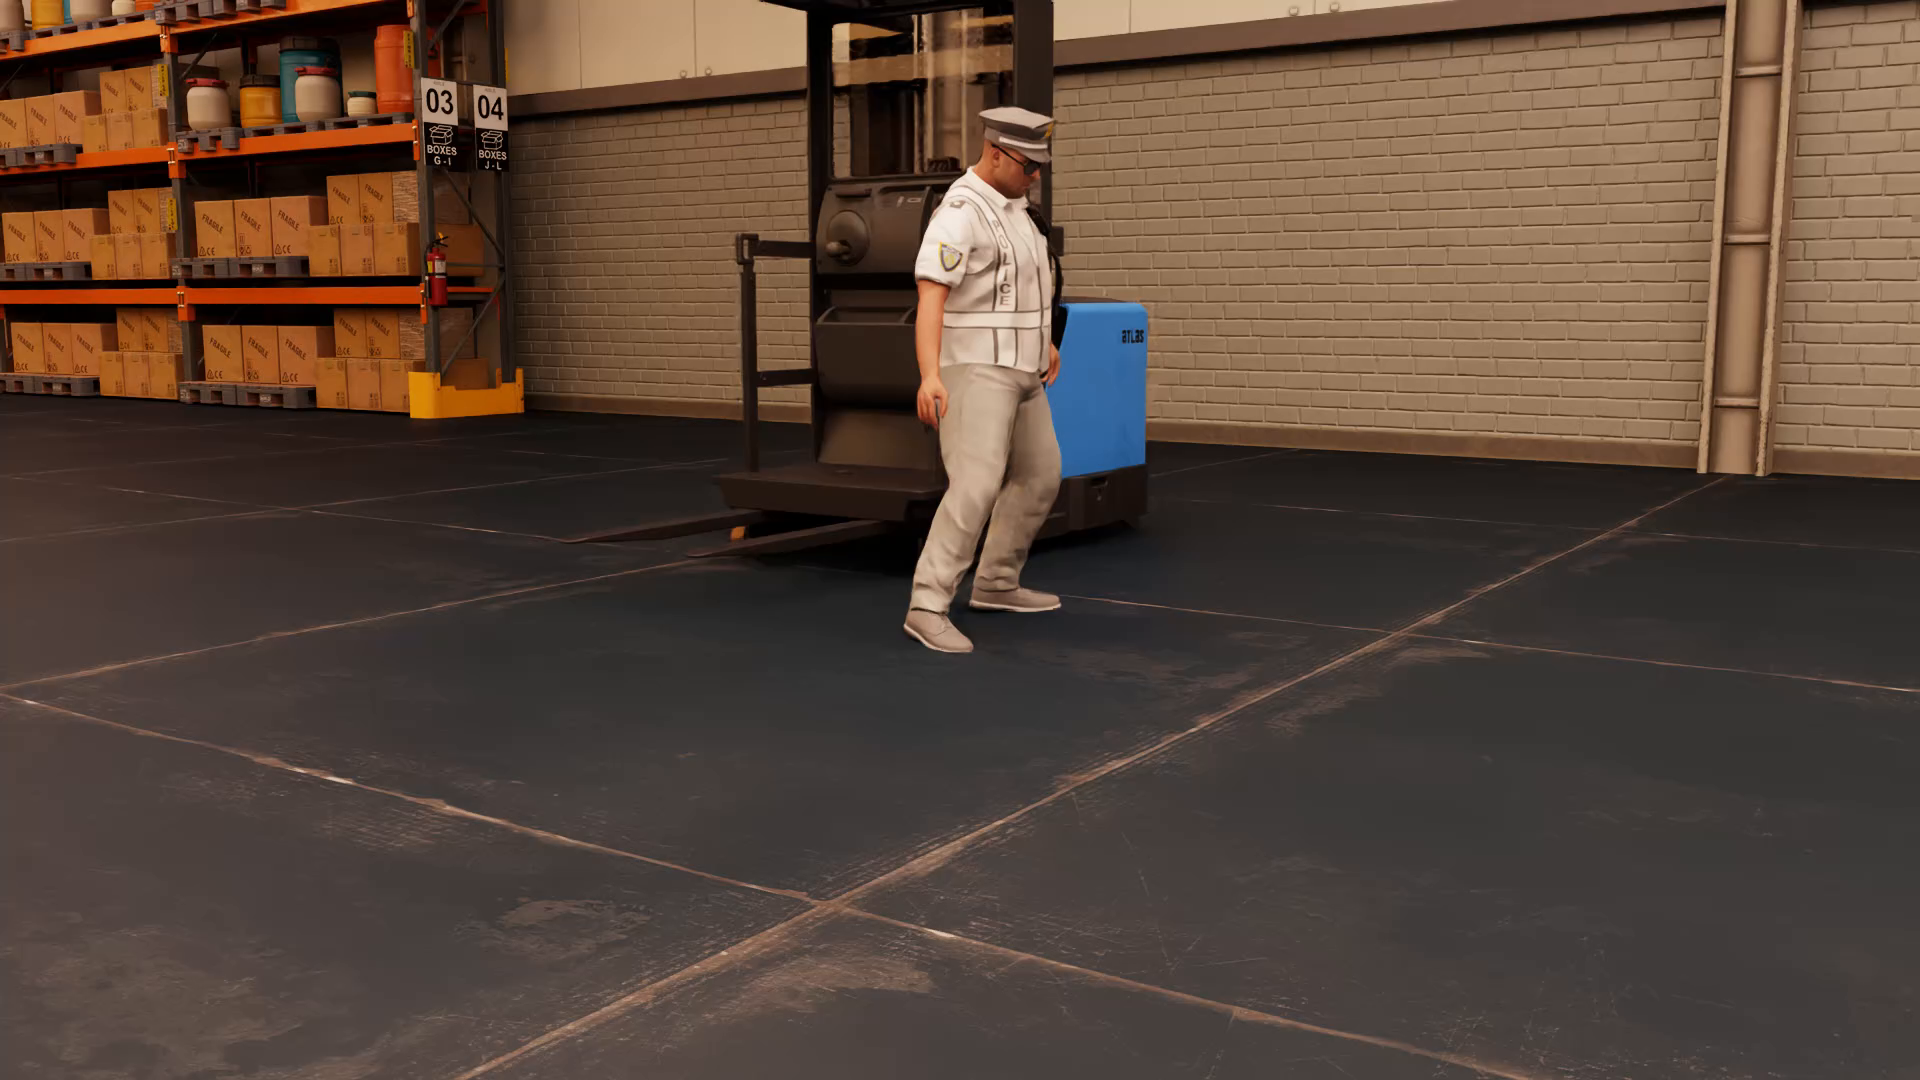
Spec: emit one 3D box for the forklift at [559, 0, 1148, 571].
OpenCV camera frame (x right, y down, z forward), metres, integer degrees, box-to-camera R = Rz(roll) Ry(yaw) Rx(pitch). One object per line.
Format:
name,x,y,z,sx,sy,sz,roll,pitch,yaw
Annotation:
forklift,-0.333,-1.379,6.889,1.130,2.935,3.031,5,10,33

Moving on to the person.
person,0.117,-0.536,5.455,0.451,1.714,0.947,4,9,25
